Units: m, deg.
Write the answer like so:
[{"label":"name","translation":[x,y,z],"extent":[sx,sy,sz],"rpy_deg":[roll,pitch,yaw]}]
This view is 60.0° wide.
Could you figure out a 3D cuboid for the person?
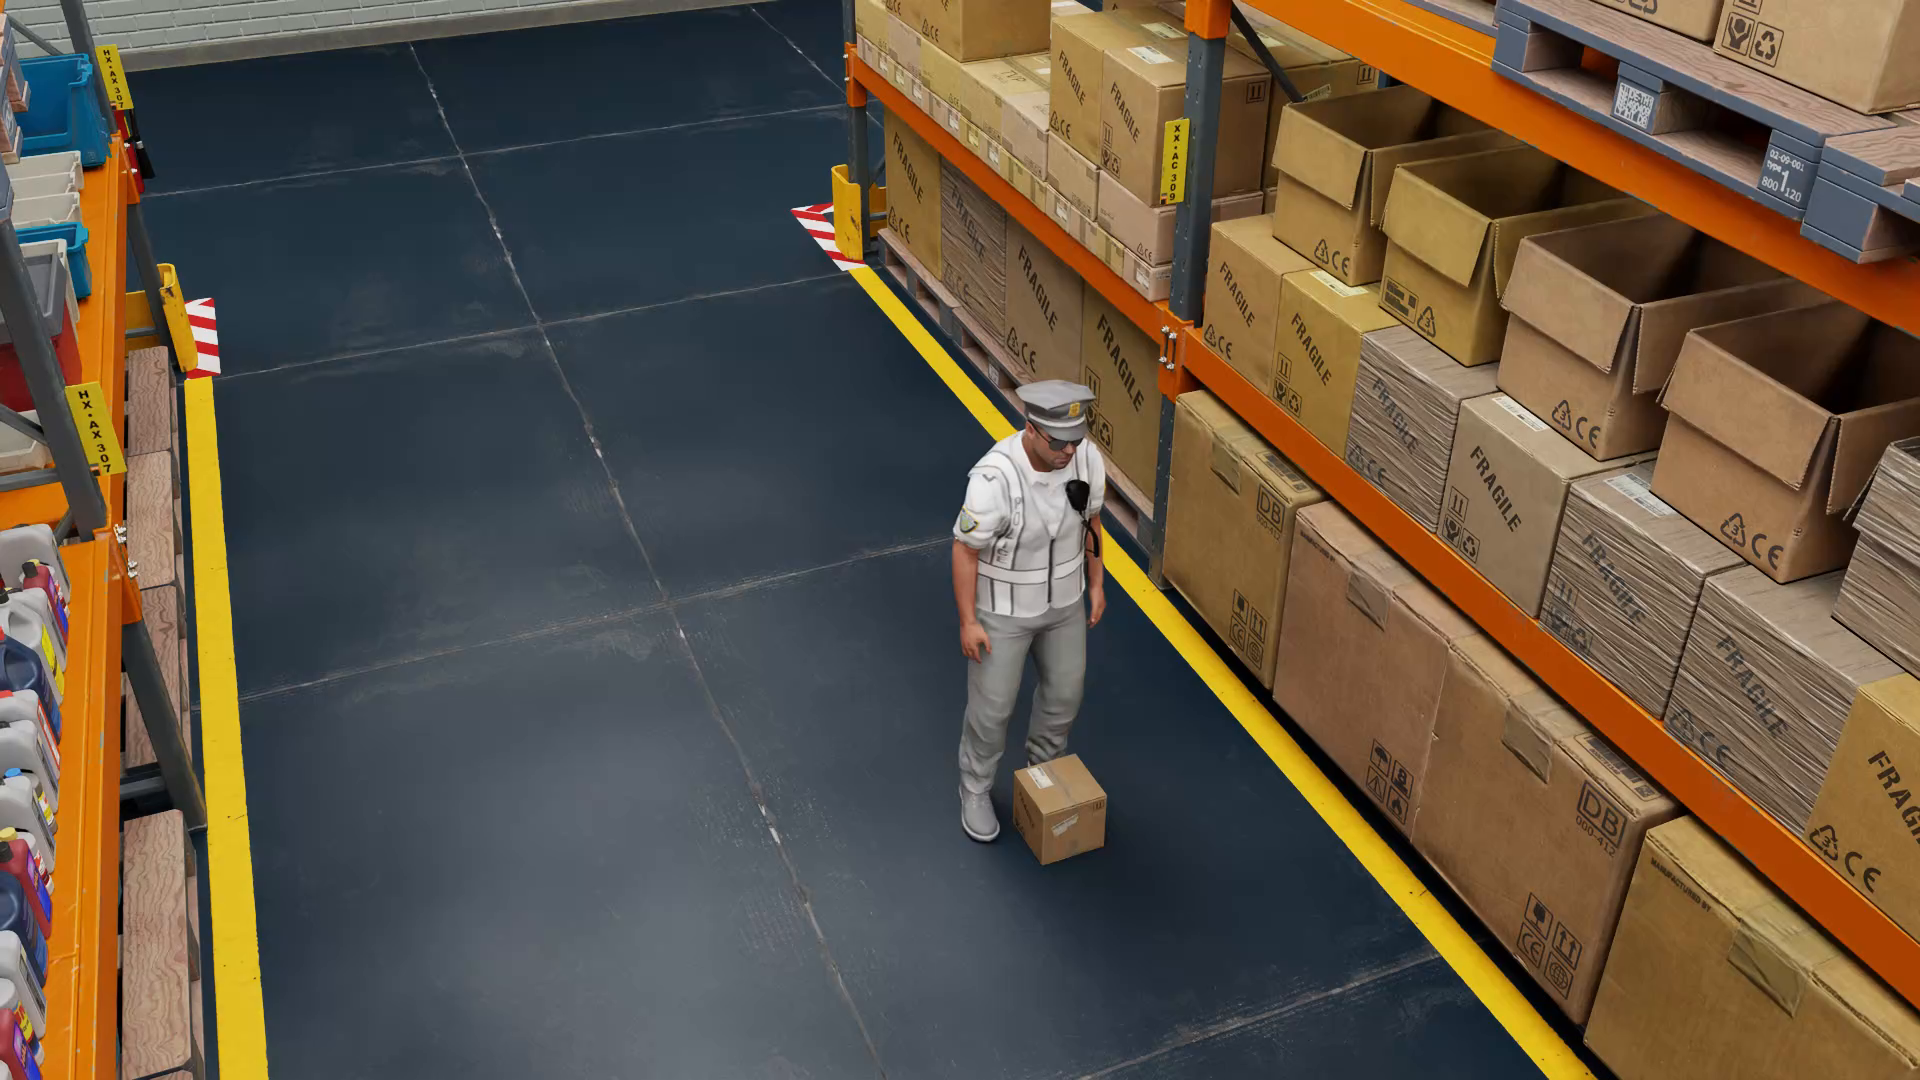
[{"label":"person","translation":[0.237,0.209,5.813],"extent":[0.608,1.749,0.435],"rpy_deg":[-16,36,-22]}]
